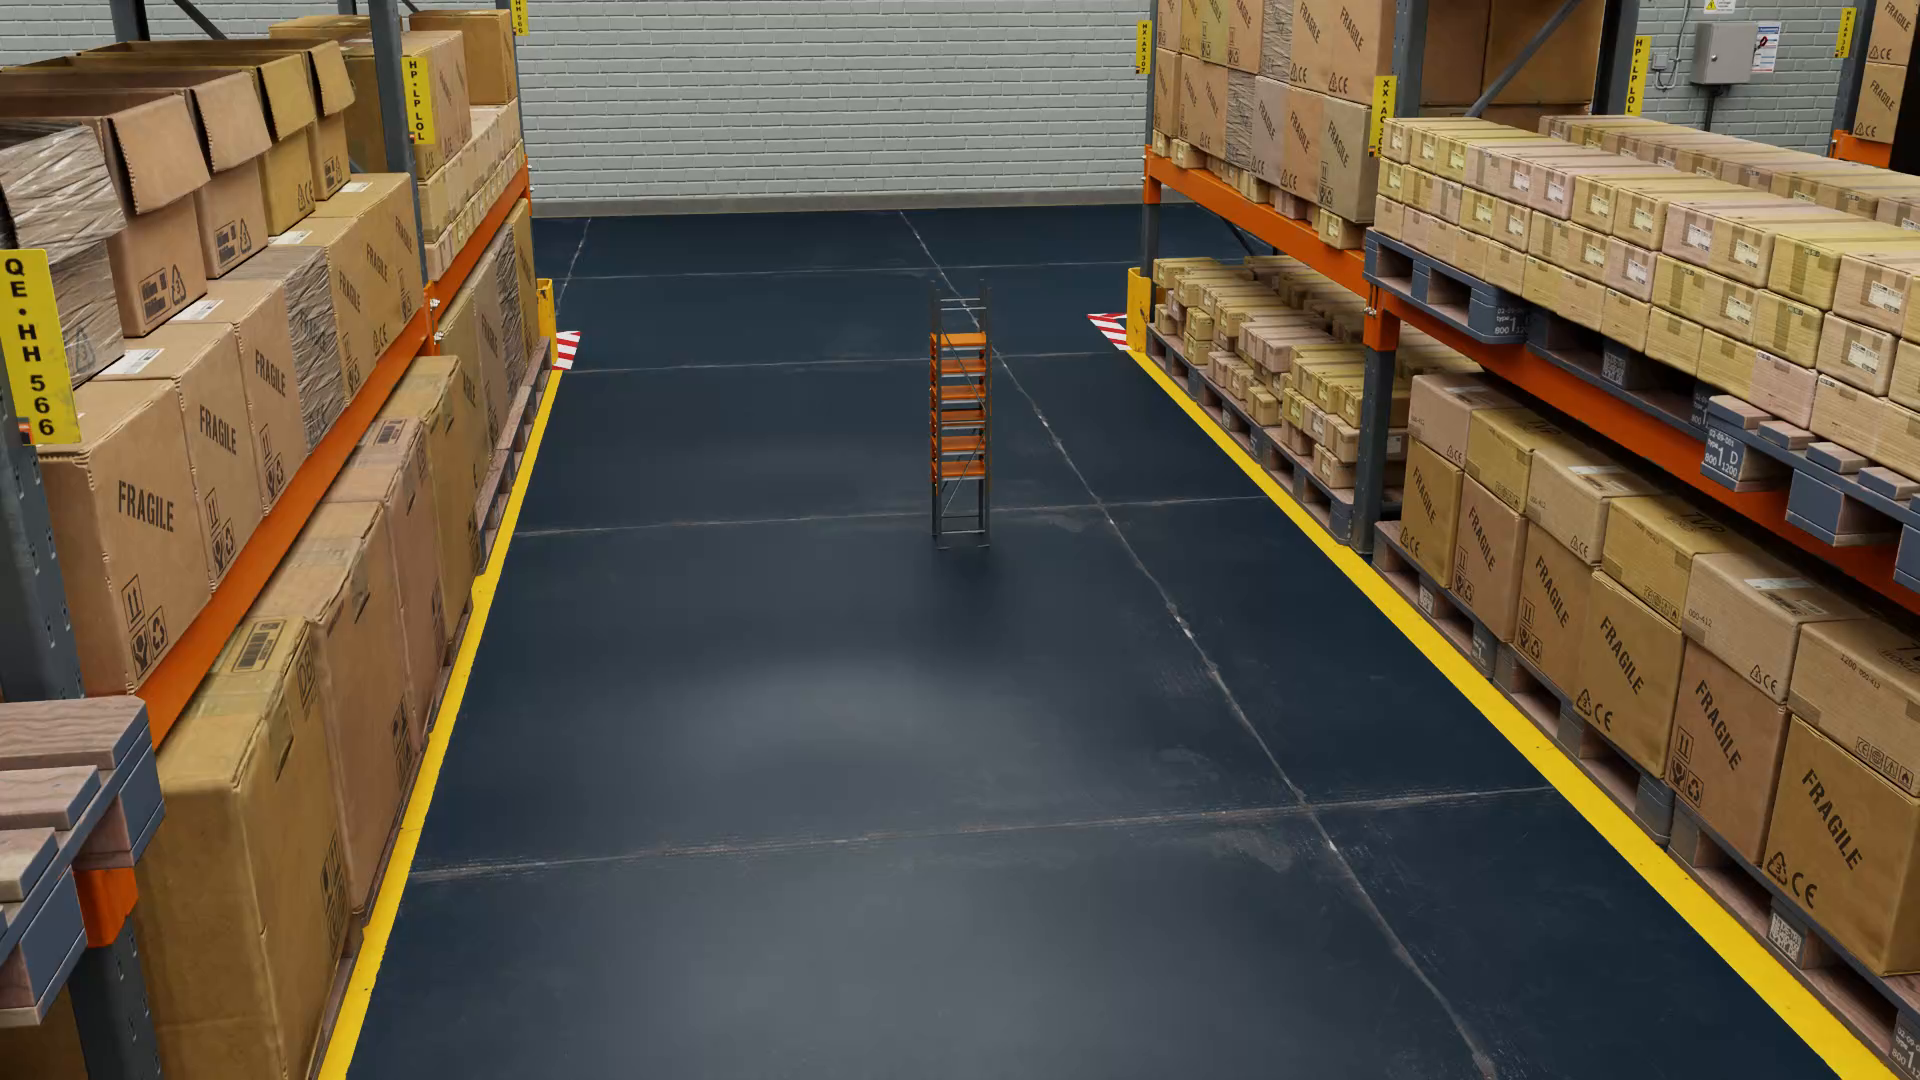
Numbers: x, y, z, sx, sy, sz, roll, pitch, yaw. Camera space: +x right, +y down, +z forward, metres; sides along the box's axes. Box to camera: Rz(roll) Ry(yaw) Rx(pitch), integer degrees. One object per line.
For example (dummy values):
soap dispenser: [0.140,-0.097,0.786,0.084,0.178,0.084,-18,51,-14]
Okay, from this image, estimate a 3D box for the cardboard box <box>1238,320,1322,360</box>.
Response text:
cardboard box: [1.719,-1.075,8.932,0.380,0.149,0.250,-4,21,-10]

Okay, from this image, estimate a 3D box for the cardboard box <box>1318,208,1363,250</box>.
cardboard box: [1.871,-1.430,7.618,0.380,0.149,0.250,-3,21,-9]

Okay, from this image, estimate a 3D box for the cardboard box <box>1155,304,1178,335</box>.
cardboard box: [1.470,-1.426,10.721,0.380,0.149,0.250,-2,21,-7]

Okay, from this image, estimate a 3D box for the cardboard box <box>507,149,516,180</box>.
cardboard box: [-2.759,-2.145,9.532,0.380,0.149,0.250,-3,21,-8]

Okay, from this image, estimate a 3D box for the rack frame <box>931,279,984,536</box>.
rack frame: [-0.011,-0.589,7.578,0.240,1.200,0.006,-3,21,-8]

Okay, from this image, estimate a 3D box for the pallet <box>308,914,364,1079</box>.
pallet: [-2.097,1.252,4.062,1.003,0.211,1.213,-3,21,-8]

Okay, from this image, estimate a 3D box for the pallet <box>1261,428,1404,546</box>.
pallet: [2.157,-0.302,8.223,1.003,0.211,1.213,-3,21,-8]

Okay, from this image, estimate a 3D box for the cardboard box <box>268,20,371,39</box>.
cardboard box: [-3.256,-2.436,8.667,0.500,0.500,0.500,-3,21,-9]

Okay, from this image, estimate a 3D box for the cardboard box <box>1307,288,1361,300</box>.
cardboard box: [2.250,-1.376,9.736,0.380,0.149,0.250,-2,21,-6]

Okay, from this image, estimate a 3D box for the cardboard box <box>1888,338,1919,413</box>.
cardboard box: [2.343,-0.359,3.724,0.380,0.149,0.250,-2,21,-7]

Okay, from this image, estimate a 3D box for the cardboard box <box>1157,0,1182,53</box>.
cardboard box: [1.514,-3.248,10.128,0.500,0.500,0.500,-3,21,-8]

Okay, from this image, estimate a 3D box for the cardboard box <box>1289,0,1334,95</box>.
cardboard box: [1.873,-2.360,7.750,0.500,0.500,0.500,-4,21,-9]

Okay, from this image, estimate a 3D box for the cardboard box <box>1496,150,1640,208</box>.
cardboard box: [2.042,-1.215,5.591,0.380,0.149,0.250,-3,21,-8]

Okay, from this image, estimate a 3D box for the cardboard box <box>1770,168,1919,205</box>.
cardboard box: [2.767,-1.062,5.180,0.380,0.149,0.250,-3,21,-9]

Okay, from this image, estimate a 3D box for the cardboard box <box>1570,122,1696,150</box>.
cardboard box: [2.579,-1.513,6.388,0.380,0.149,0.250,-4,21,-9]

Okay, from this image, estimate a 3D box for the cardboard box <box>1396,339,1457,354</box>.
cardboard box: [2.317,-0.920,8.515,0.380,0.149,0.250,-3,21,-9]

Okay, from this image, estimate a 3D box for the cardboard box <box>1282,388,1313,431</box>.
cardboard box: [1.821,-0.656,8.234,0.380,0.149,0.250,-4,21,-10]

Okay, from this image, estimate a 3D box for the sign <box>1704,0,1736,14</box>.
sign: [7.775,-5.509,16.999,0.339,0.242,0.001,-3,21,-8]

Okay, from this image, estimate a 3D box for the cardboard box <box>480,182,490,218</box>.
cardboard box: [-2.574,-1.703,8.349,0.380,0.149,0.250,-4,21,-9]

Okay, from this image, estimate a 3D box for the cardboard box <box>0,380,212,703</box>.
cardboard box: [-1.859,-0.006,3.303,0.500,0.500,0.500,-2,21,-6]

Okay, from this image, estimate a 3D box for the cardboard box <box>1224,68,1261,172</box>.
cardboard box: [1.743,-2.249,8.882,0.500,0.500,0.500,-3,21,-9]

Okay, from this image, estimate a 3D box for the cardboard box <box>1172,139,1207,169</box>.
cardboard box: [1.498,-2.334,10.037,0.380,0.149,0.250,-4,21,-9]

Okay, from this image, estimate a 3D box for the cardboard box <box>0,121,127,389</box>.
cardboard box: [-2.147,-0.548,3.320,0.797,0.503,0.637,-2,21,-6]

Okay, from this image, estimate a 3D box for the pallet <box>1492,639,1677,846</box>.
pallet: [2.581,0.622,5.750,1.003,0.211,1.213,-3,21,-8]

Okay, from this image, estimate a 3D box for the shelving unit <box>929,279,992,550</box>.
shelving unit: [0.002,-0.557,7.493,0.258,1.200,0.189,-3,21,-8]

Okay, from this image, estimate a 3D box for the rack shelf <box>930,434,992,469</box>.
rack shelf: [0.002,-0.403,7.550,0.258,0.103,0.180,-3,21,-8]

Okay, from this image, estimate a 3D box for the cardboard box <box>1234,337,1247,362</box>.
cardboard box: [1.782,-1.117,9.470,0.380,0.149,0.250,-2,21,-5]

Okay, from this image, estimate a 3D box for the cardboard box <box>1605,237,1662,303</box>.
cardboard box: [2.155,-0.805,4.919,0.380,0.149,0.250,-2,21,-6]

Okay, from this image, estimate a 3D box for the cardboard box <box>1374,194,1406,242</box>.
cardboard box: [1.890,-1.297,6.660,0.380,0.149,0.250,-4,21,-10]

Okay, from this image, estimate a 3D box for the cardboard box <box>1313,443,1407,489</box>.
cardboard box: [1.895,-0.357,7.860,0.380,0.149,0.250,-3,21,-7]

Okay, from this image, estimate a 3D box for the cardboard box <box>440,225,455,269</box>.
cardboard box: [-2.386,-1.255,7.147,0.380,0.149,0.250,-4,21,-10]

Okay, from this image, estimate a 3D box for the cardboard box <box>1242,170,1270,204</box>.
cardboard box: [1.719,-1.884,8.834,0.380,0.149,0.250,-3,21,-7]

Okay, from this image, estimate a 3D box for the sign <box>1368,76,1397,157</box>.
sign: [1.752,-1.753,6.885,0.100,0.325,0.005,-3,21,-8]

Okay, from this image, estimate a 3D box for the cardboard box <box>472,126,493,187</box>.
cardboard box: [-2.653,-1.930,8.385,0.500,0.250,0.500,-3,21,-8]

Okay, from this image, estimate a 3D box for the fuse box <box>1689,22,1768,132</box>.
fuse box: [7.859,-4.450,17.185,0.539,1.711,0.414,-3,21,-8]

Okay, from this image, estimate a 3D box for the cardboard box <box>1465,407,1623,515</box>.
cardboard box: [2.213,-0.301,6.136,0.500,0.250,0.500,-2,21,-6]

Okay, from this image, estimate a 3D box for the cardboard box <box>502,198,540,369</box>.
cardboard box: [-3.040,-1.531,9.965,0.875,0.875,0.875,-3,21,-8]

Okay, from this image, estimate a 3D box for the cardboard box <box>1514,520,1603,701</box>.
cardboard box: [2.299,0.230,5.786,0.500,0.500,0.500,-3,21,-7]

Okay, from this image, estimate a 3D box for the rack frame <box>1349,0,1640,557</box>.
rack frame: [2.288,-1.377,7.117,1.000,3.000,0.127,-3,21,-8]

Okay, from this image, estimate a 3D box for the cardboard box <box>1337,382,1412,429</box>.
cardboard box: [1.979,-0.627,7.733,0.380,0.149,0.250,-2,21,-6]

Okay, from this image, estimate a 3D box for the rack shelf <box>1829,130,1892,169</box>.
rack shelf: [6.884,-2.017,9.859,1.077,0.370,4.000,-3,21,-8]

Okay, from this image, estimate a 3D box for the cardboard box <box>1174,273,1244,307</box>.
cardboard box: [1.519,-1.521,10.124,0.380,0.149,0.250,-3,21,-8]

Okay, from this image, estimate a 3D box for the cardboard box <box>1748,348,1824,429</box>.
cardboard box: [2.267,-0.394,4.243,0.380,0.149,0.250,-3,21,-7]

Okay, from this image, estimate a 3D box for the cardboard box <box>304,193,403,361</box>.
cardboard box: [-2.232,-0.889,5.667,0.500,0.500,0.500,-2,21,-6]

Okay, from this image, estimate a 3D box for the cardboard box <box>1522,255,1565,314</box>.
cardboard box: [2.084,-0.845,5.450,0.380,0.149,0.250,-3,21,-9]

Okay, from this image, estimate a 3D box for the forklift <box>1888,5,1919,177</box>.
forklift: [4.661,-1.269,6.926,1.130,2.935,3.031,-2,21,-6]

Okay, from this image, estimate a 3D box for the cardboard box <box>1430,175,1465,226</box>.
cardboard box: [1.967,-1.257,6.129,0.380,0.149,0.250,-2,21,-6]

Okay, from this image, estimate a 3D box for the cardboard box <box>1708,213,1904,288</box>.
cardboard box: [2.227,-0.767,4.391,0.380,0.149,0.250,-2,21,-6]

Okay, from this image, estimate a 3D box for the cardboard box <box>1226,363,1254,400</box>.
cardboard box: [1.707,-0.891,9.289,0.380,0.149,0.250,-3,21,-8]
